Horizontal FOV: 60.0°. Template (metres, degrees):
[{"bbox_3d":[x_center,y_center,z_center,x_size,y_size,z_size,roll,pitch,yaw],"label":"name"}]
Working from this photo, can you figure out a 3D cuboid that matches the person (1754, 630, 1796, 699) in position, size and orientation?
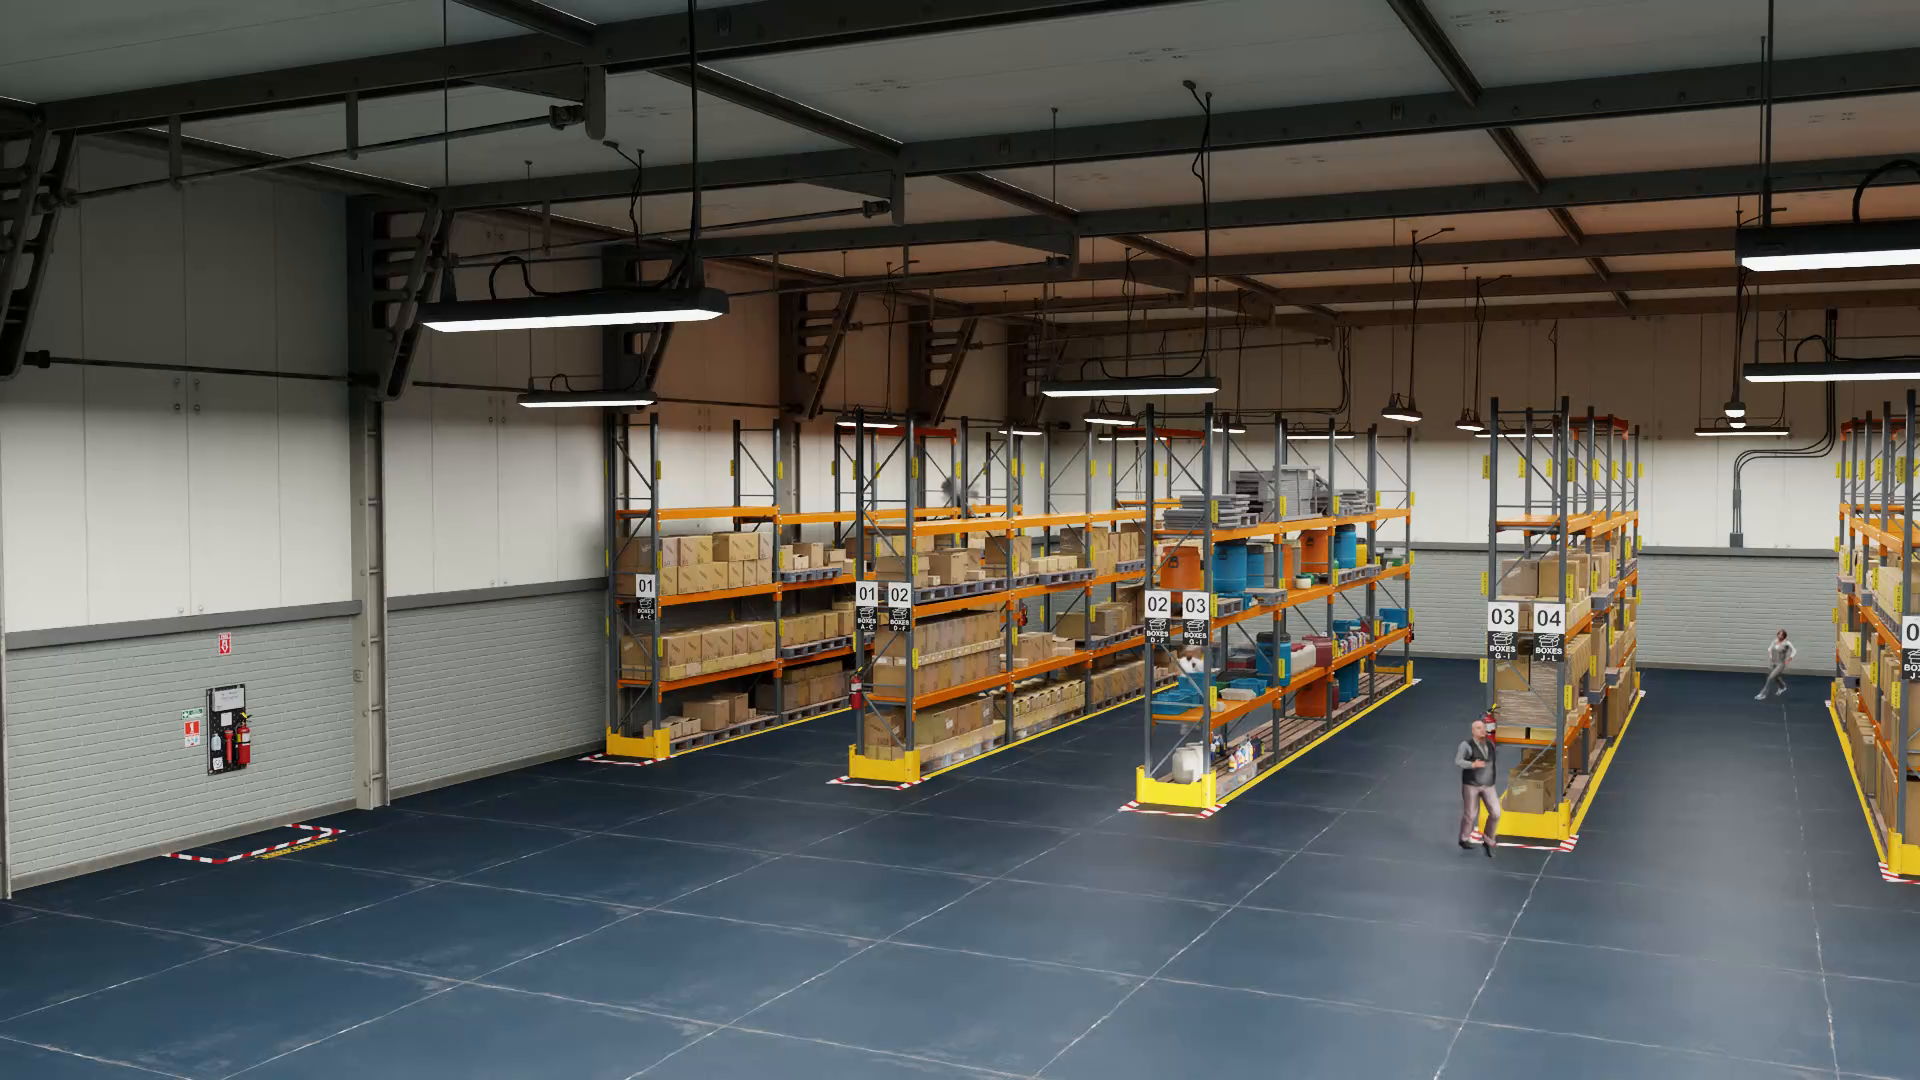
[{"bbox_3d":[17.824,2.704,36.165,0.909,1.538,0.615,-1,3,-26],"label":"person"}]

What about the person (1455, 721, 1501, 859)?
[{"bbox_3d":[6.740,3.161,21.590,0.656,1.622,0.662,0,2,-8],"label":"person"}]

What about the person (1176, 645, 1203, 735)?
[{"bbox_3d":[4.373,2.819,31.647,0.617,1.616,0.818,1,3,23],"label":"person"}]
